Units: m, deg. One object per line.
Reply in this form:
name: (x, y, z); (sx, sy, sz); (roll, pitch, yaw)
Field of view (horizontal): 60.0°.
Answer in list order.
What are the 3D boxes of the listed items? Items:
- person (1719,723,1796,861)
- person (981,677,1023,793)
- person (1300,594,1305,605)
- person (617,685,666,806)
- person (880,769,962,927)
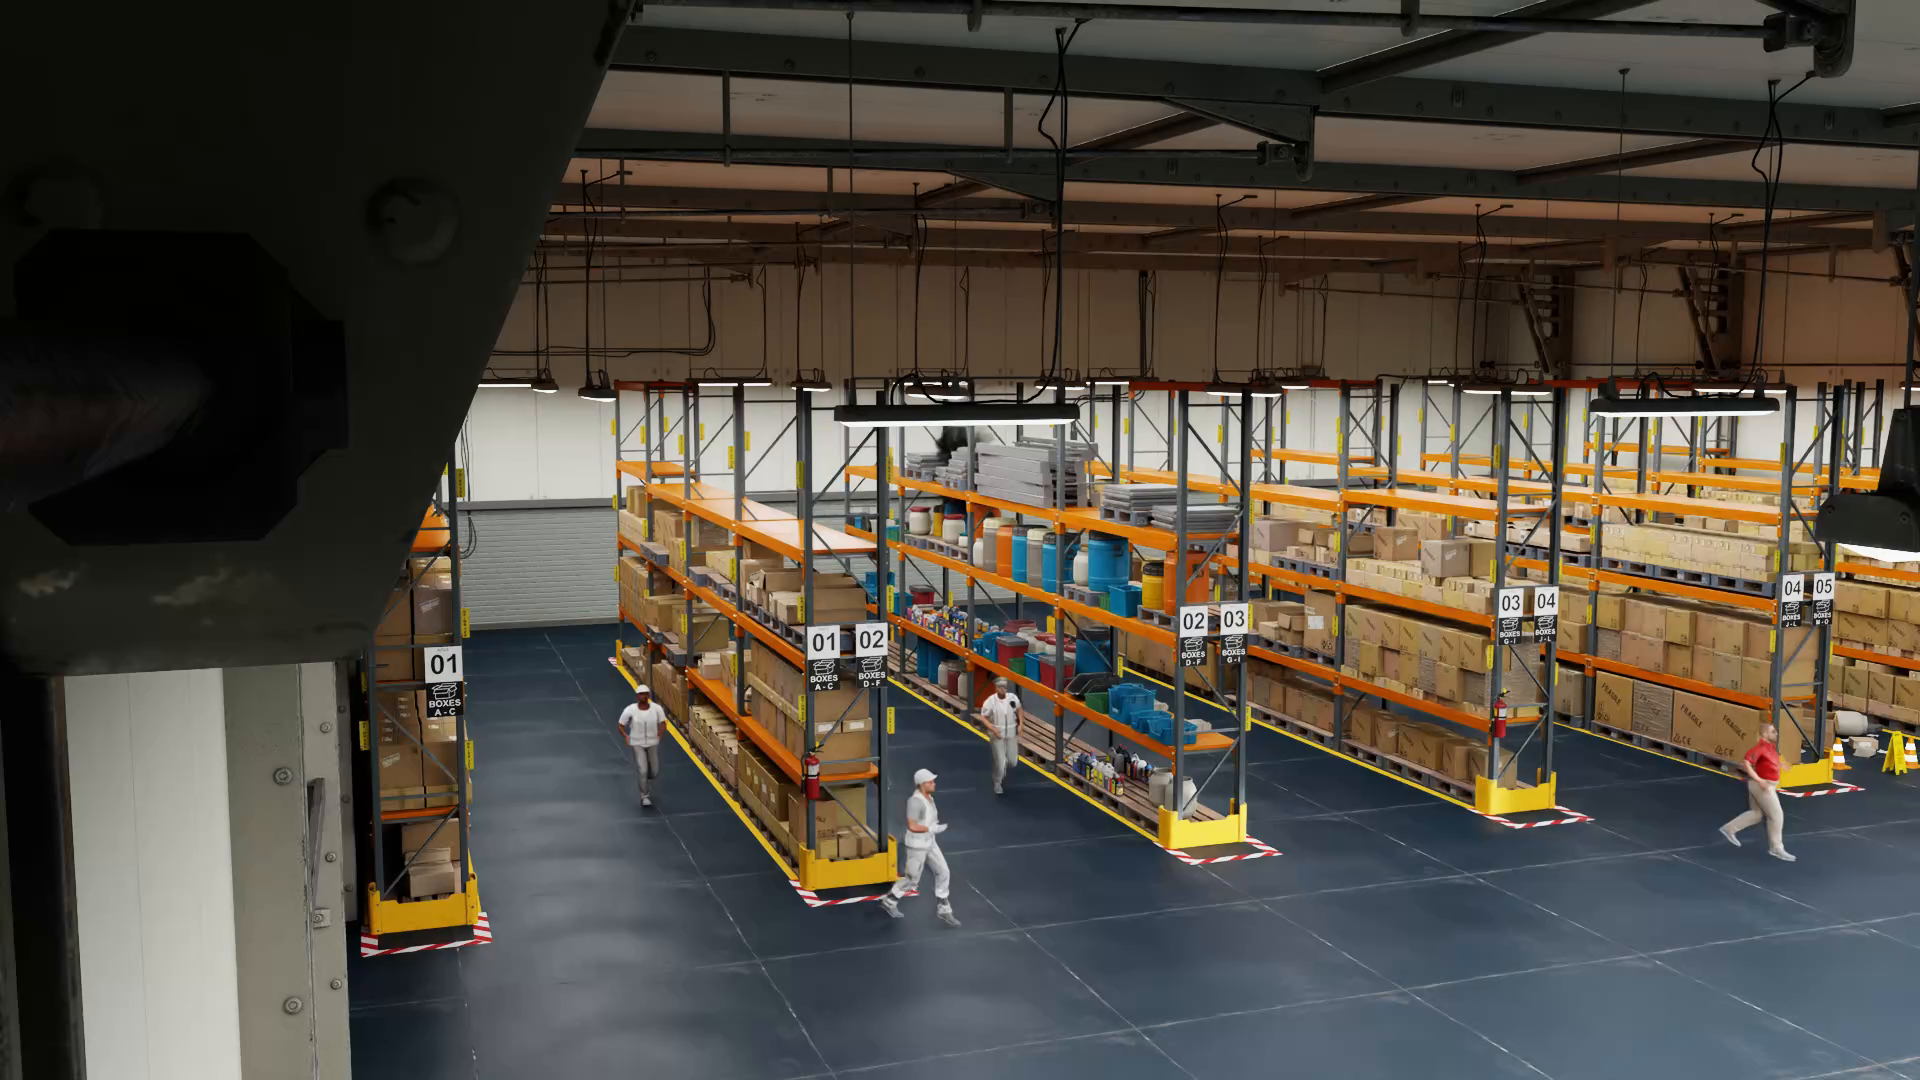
person: (10.315, 3.215, 21.444); (0.911, 1.748, 0.647); (3, 7, 24)
person: (0.635, 2.869, 24.660); (0.684, 1.749, 0.668); (-2, 6, -15)
person: (8.900, 1.100, 41.900); (0.728, 1.711, 0.585); (-3, 7, -24)
person: (-4.570, 2.940, 24.008); (0.704, 1.723, 0.696); (-2, 6, -22)
person: (-0.454, 3.462, 18.740); (0.943, 1.802, 0.684); (2, 6, 20)
